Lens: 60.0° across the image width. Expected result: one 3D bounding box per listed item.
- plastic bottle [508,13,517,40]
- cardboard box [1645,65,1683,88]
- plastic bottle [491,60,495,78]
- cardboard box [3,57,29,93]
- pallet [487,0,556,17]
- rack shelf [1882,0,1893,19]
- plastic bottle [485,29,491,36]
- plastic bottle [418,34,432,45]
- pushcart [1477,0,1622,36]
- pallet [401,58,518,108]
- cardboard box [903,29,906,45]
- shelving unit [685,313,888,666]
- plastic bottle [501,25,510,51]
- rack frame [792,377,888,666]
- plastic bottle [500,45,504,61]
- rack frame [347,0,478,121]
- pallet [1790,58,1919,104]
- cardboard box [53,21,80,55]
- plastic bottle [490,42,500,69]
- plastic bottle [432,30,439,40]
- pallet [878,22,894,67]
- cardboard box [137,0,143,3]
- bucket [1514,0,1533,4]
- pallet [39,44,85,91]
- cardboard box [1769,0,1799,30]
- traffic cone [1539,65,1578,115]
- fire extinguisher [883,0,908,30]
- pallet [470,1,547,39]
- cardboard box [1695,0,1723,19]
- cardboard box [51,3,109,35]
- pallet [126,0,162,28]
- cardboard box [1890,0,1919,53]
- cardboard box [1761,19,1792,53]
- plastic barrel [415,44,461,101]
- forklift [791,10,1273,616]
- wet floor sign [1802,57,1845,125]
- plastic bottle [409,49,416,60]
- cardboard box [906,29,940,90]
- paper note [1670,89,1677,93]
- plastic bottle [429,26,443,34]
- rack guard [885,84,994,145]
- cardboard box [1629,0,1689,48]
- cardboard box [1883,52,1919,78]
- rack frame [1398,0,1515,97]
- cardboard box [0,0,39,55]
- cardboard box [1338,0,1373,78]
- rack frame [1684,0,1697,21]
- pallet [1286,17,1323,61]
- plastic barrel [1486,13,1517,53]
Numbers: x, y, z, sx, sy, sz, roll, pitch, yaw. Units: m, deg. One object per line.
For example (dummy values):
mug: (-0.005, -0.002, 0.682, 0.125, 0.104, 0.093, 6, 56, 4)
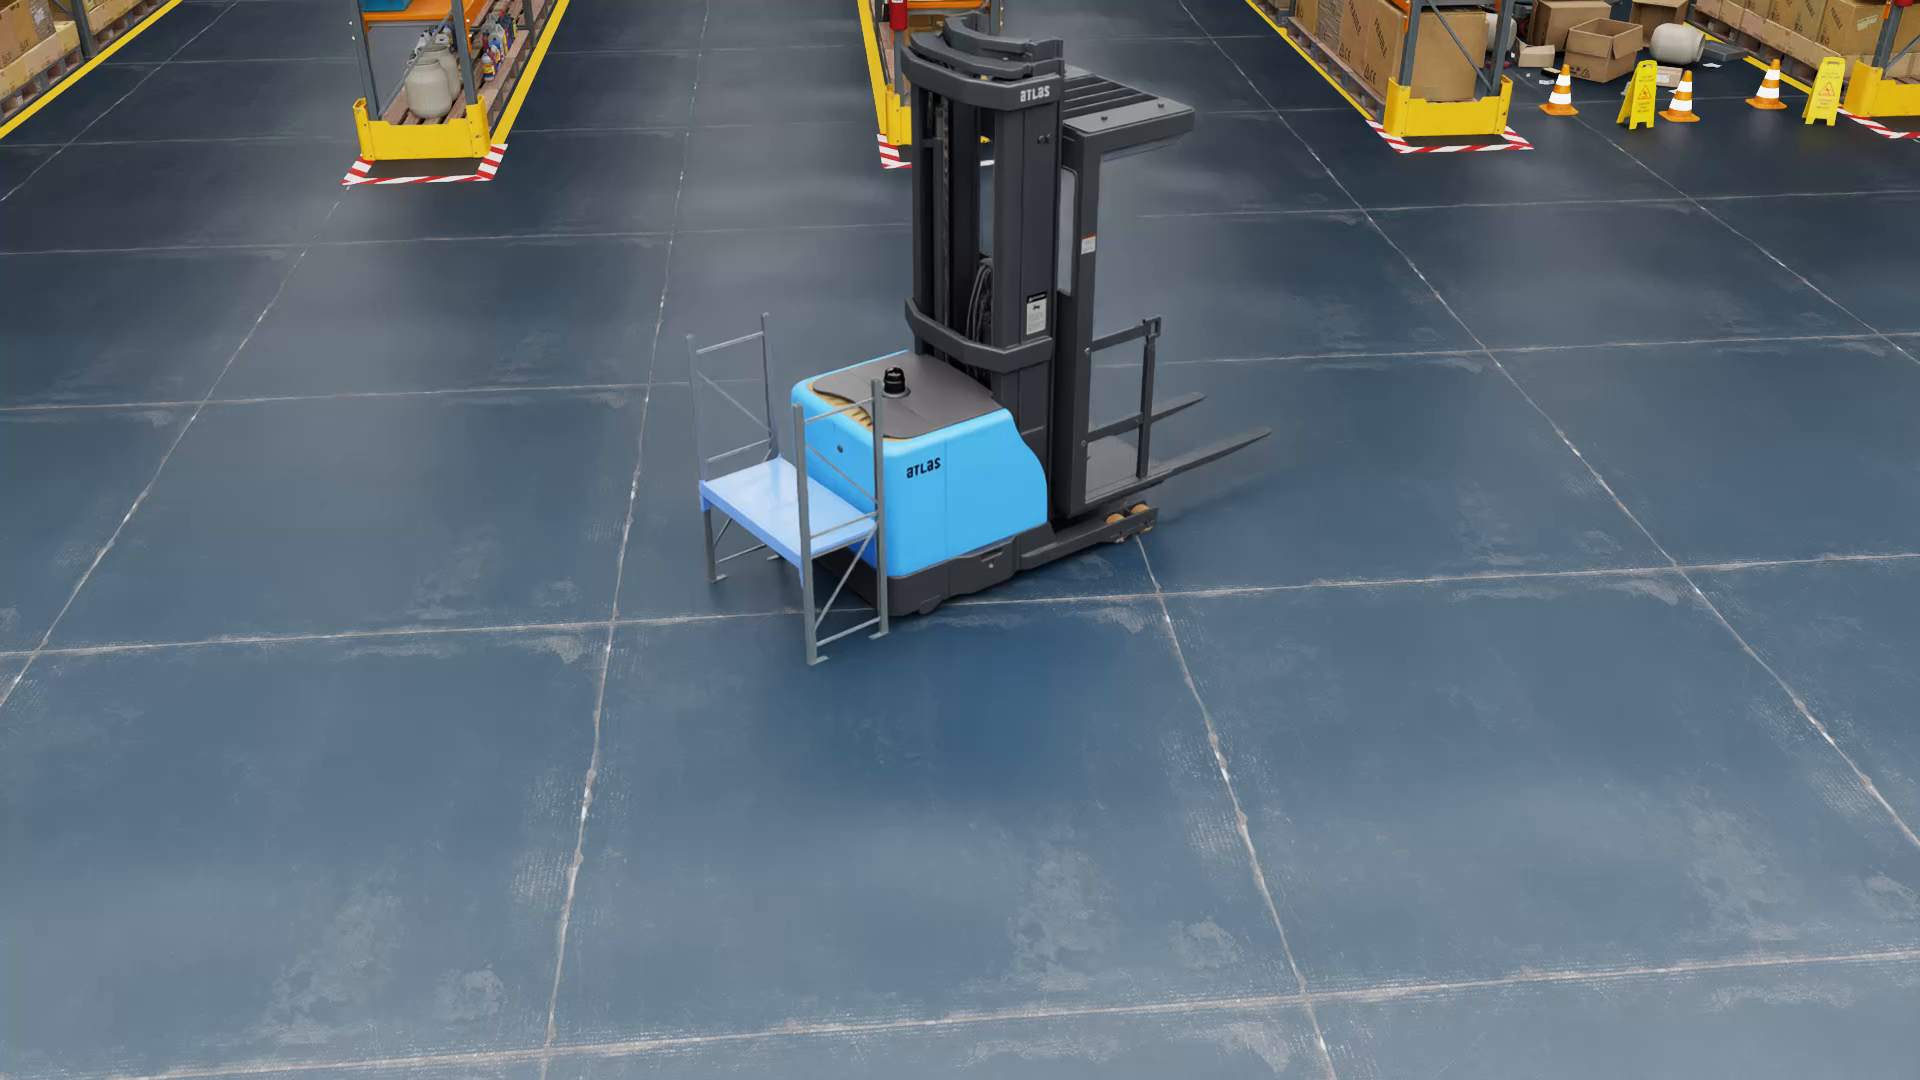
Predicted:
plastic bottle: (-5.059, -5.801, 18.756, 0.061, 0.283, 0.133, -1, 31, -2)
cardboard box: (7.606, -5.026, 18.019, 0.380, 0.149, 0.250, 13, 33, 21)
plastic bottle: (-4.927, -4.947, 17.406, 0.097, 0.201, 0.097, 0, 31, 0)
cardboard box: (-9.958, -4.780, 17.100, 0.500, 0.250, 0.500, -3, 31, -5)
pallet: (-5.661, -6.834, 20.986, 1.003, 0.211, 1.213, -3, 31, -5)
rack shelf: (9.553, -6.390, 18.225, 1.077, 0.370, 4.000, -3, 31, -5)
plastic bottle: (-5.137, -5.435, 18.143, 0.061, 0.283, 0.133, -3, 31, -5)
plastic bottle: (-5.695, -5.219, 17.717, 0.144, 0.351, 0.185, -2, 31, -3)
pushcart: (7.100, -6.459, 20.196, 1.648, 0.377, 0.936, -14, 33, -22)
pallet: (-5.294, -4.842, 17.650, 1.003, 0.211, 1.213, -3, 31, -5)
cardboard box: (-0.442, -5.854, 18.654, 0.500, 0.500, 0.500, 7, 32, 11)
shelving unit: (-0.903, -0.277, 8.751, 0.538, 1.500, 1.048, -22, 37, -32)
plastic bottle: (-5.010, -5.536, 18.314, 0.061, 0.283, 0.133, -1, 31, -1)
rack frame: (-0.591, -0.072, 8.407, 0.500, 1.500, 0.032, -22, 37, -32)
plastic bottle: (-4.987, -5.275, 17.957, 0.097, 0.201, 0.097, 0, 31, 0)
rack frame: (-5.059, -4.966, 15.138, 1.000, 3.000, 0.127, -3, 31, -5)
pallet: (9.692, -4.936, 17.808, 1.003, 0.211, 1.213, -3, 31, -5)
cardboard box: (-10.103, -5.546, 18.382, 0.500, 0.250, 0.500, -3, 31, -5)
plastic bottle: (-4.959, -5.150, 17.678, 0.097, 0.271, 0.097, 0, 31, 0)
plastic bottle: (-5.701, -5.424, 18.137, 0.097, 0.271, 0.097, 0, 31, 0)
pallet: (-0.403, -5.707, 19.098, 1.003, 0.211, 1.213, -3, 31, -5)
cardboard box: (-10.299, -6.775, 20.440, 0.500, 0.250, 0.500, -2, 31, -4)
bucket: (6.755, -6.719, 19.784, 0.726, 0.611, 0.620, 8, 22, 13)
pallet: (-10.332, -5.167, 18.195, 1.003, 0.211, 1.213, -3, 31, -5)
cardboard box: (9.313, -5.920, 18.277, 0.500, 0.500, 0.500, -3, 31, -6)
traffic cone: (6.185, -4.639, 17.065, 0.336, 0.463, 0.334, -3, 31, -5)
fire extinguisher: (-0.575, -5.089, 15.421, 0.296, 0.674, 0.183, -3, 31, -5)
pallet: (-5.544, -6.210, 19.941, 1.003, 0.211, 1.213, -3, 31, -5)
cardboard box: (9.152, -6.406, 19.821, 0.500, 0.250, 0.500, -4, 31, -7)
cardboard box: (-10.155, -5.990, 19.125, 0.500, 0.250, 0.500, -3, 31, -6)
pallet: (-10.589, -6.574, 20.550, 1.003, 0.211, 1.213, -3, 31, -5)
cardboard box: (9.937, -5.437, 17.468, 0.500, 0.500, 0.500, -4, 31, -6)
cardboard box: (9.301, -5.609, 18.488, 0.500, 0.250, 0.500, -4, 31, -6)
plastic barrel: (-5.243, -4.666, 16.653, 0.421, 0.512, 0.421, 0, 31, 0)
forklift: (0.552, -1.441, 9.304, 3.031, 2.935, 1.130, -20, 36, -30)
wet floor sign: (8.692, -4.519, 16.686, 0.267, 0.644, 0.232, 8, 32, 13)
plastic bottle: (-5.696, -4.964, 17.355, 0.061, 0.283, 0.133, -2, 31, -3)
cardboard box: (-0.259, -4.933, 17.112, 0.500, 0.500, 0.500, 5, 31, 8)
paper note: (7.669, -4.790, 17.740, 0.148, 0.019, 0.142, -14, 33, -22)
plastic bottle: (-5.752, -5.531, 18.239, 0.144, 0.351, 0.185, -4, 31, -7)
rack guard: (-0.134, -4.169, 16.242, 1.175, 0.500, 0.348, -3, 31, -5)
cardboard box: (8.111, -6.036, 19.365, 0.500, 0.500, 0.500, 20, 36, 29)
cardboard box: (9.939, -5.103, 17.640, 0.500, 0.250, 0.500, -3, 31, -5)
rack frame: (4.821, -5.389, 15.847, 1.000, 3.000, 0.127, -3, 31, -5)
cardboard box: (-10.018, -5.357, 17.334, 0.500, 0.500, 0.500, -3, 31, -5)
cardboard box: (4.607, -5.449, 17.611, 0.875, 0.875, 0.875, -3, 31, -5)
rack frame: (9.366, -7.720, 19.750, 1.000, 3.000, 0.127, -3, 31, -5)
pallet: (4.440, -5.842, 19.325, 1.003, 0.211, 1.213, -3, 31, -5)
plastic barrel: (6.080, -5.820, 19.080, 0.512, 0.421, 0.421, 20, 36, 29)
